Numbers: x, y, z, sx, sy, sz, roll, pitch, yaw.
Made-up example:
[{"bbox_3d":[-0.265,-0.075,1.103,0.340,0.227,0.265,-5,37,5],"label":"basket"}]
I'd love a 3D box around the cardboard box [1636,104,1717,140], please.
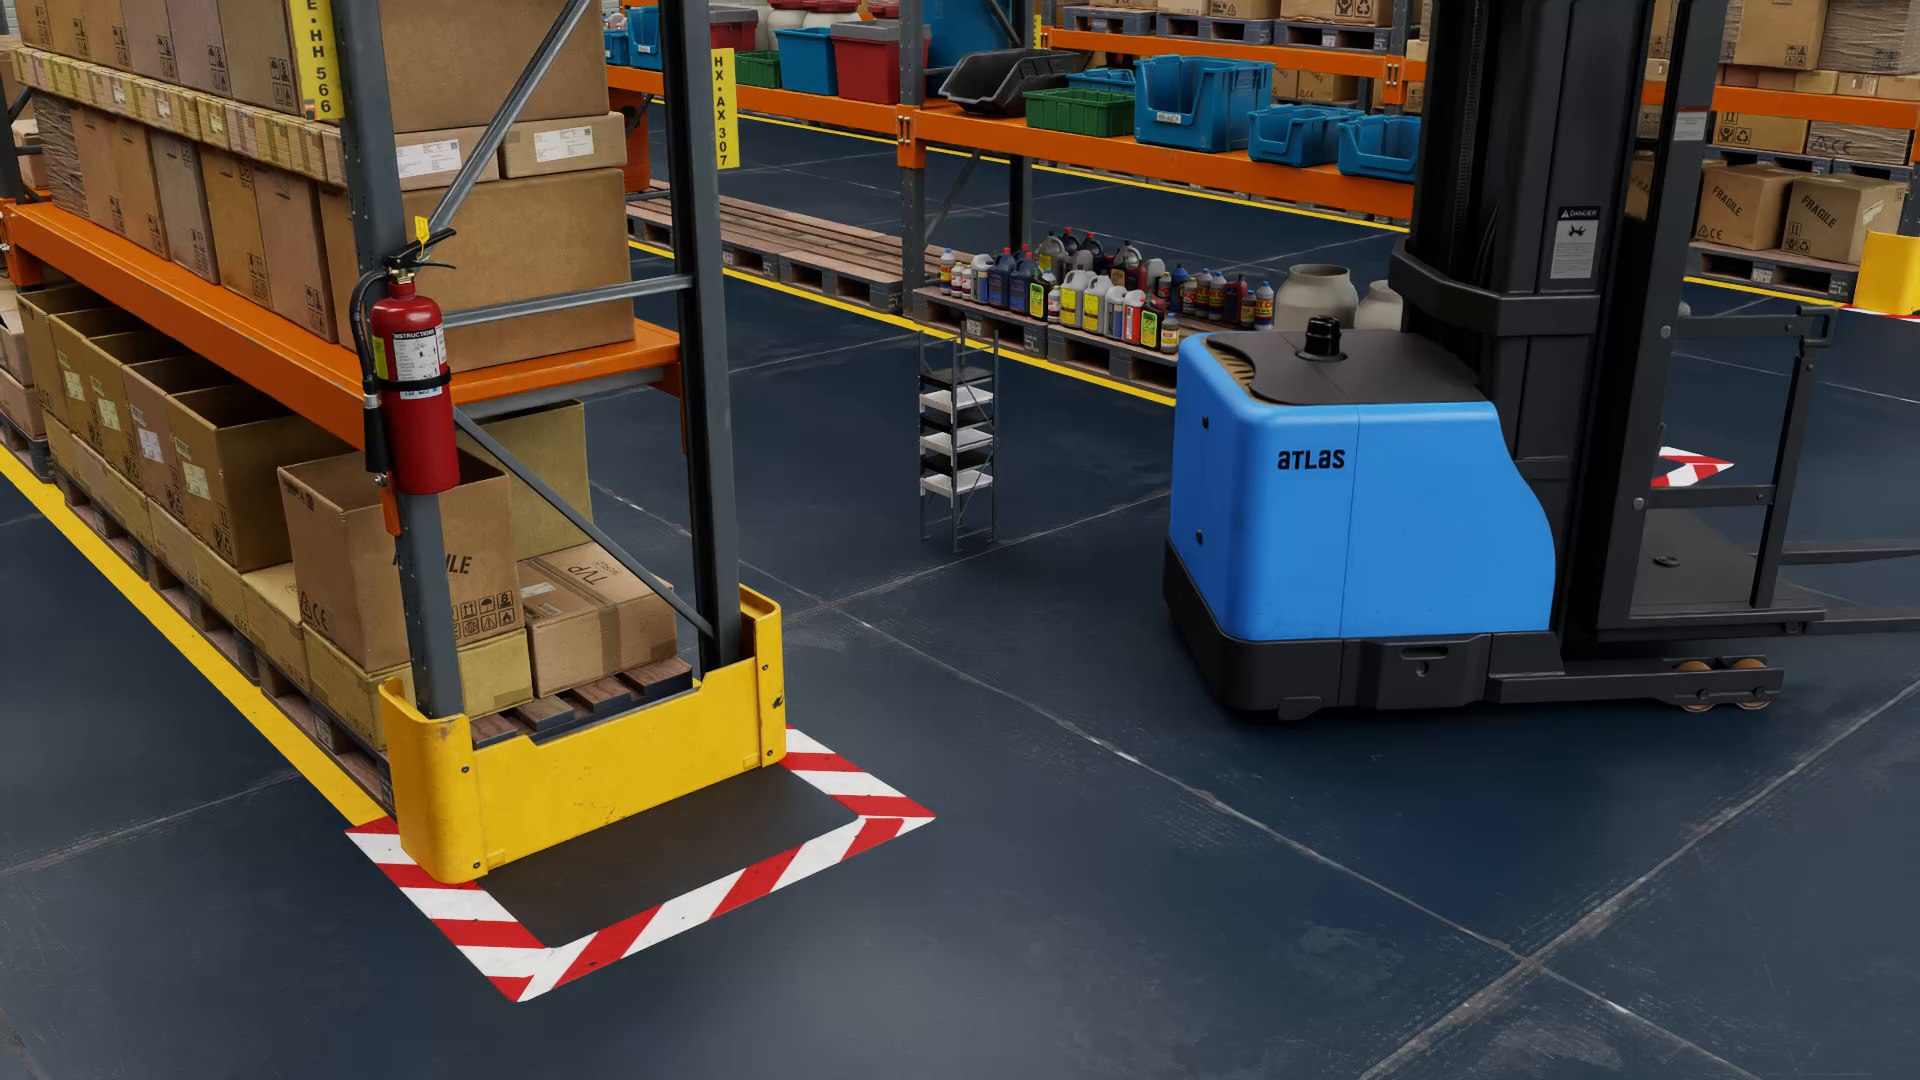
[{"bbox_3d":[7.154,-4.547,16.989,1.050,0.750,0.750,-18,27,-38],"label":"cardboard box"}]

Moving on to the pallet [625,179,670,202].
[{"bbox_3d":[-3.105,-2.932,14.179,1.003,0.211,1.213,-17,27,-37],"label":"pallet"}]

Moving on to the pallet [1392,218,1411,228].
[{"bbox_3d":[4.269,-2.621,13.385,1.003,0.211,1.213,-17,27,-37],"label":"pallet"}]

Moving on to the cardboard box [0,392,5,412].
[{"bbox_3d":[-4.522,-0.840,8.210,0.500,0.250,0.500,-18,28,-38],"label":"cardboard box"}]

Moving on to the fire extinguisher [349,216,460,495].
[{"bbox_3d":[-1.367,-0.454,4.137,0.296,0.674,0.183,-17,27,-37],"label":"fire extinguisher"}]

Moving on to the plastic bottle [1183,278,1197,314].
[{"bbox_3d":[1.362,-1.439,9.778,0.097,0.201,0.097,0,21,0],"label":"plastic bottle"}]

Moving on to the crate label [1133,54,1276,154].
[{"bbox_3d":[1.257,-2.272,8.624,0.502,0.435,0.616,-17,27,-37],"label":"crate label"}]

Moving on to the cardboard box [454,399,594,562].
[{"bbox_3d":[-1.601,-0.237,5.642,0.500,0.500,0.500,-17,27,-37],"label":"cardboard box"}]

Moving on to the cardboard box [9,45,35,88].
[{"bbox_3d":[-3.674,-1.967,6.867,0.380,0.149,0.250,-18,27,-38],"label":"cardboard box"}]

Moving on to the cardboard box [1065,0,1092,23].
[{"bbox_3d":[1.082,-5.447,16.641,0.500,0.500,0.500,-16,27,-36],"label":"cardboard box"}]

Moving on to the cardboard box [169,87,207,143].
[{"bbox_3d":[-2.332,-1.400,5.419,0.380,0.149,0.250,-17,27,-36],"label":"cardboard box"}]

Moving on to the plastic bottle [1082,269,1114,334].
[{"bbox_3d":[0.787,-1.346,9.336,0.144,0.351,0.185,-16,27,-35],"label":"plastic bottle"}]

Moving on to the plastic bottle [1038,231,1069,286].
[{"bbox_3d":[0.582,-1.745,10.355,0.144,0.351,0.185,-17,27,-37],"label":"plastic bottle"}]

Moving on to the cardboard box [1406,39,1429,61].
[{"bbox_3d":[3.717,-3.848,13.040,0.380,0.149,0.250,-17,27,-37],"label":"cardboard box"}]

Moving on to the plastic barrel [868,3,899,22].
[{"bbox_3d":[-0.406,-3.297,11.102,0.433,0.535,0.433,0,21,0],"label":"plastic barrel"}]

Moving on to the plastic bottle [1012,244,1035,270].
[{"bbox_3d":[0.374,-1.601,9.987,0.144,0.351,0.185,-17,27,-37],"label":"plastic bottle"}]

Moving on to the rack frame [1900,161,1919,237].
[{"bbox_3d":[6.415,-2.991,10.507,1.000,3.000,0.127,-17,27,-37],"label":"rack frame"}]

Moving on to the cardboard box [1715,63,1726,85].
[{"bbox_3d":[5.244,-3.245,11.500,0.380,0.149,0.250,-17,27,-37],"label":"cardboard box"}]

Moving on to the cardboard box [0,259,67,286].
[{"bbox_3d":[-4.853,-1.240,8.461,0.500,0.311,0.500,-18,27,-38],"label":"cardboard box"}]

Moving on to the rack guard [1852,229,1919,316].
[{"bbox_3d":[6.366,-1.848,11.017,1.175,0.500,0.348,-17,27,-37],"label":"rack guard"}]

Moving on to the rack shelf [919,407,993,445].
[{"bbox_3d":[-0.005,-0.474,6.805,0.258,0.077,0.200,-17,27,-37],"label":"rack shelf"}]

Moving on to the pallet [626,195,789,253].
[{"bbox_3d":[-2.083,-2.500,13.079,1.003,0.211,1.213,-17,27,-37],"label":"pallet"}]

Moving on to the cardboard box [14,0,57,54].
[{"bbox_3d":[-3.409,-2.268,6.747,0.700,0.500,0.500,-17,27,-37],"label":"cardboard box"}]

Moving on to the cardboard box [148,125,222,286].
[{"bbox_3d":[-2.400,-1.239,5.898,0.700,0.500,0.500,-16,27,-36],"label":"cardboard box"}]

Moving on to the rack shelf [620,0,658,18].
[{"bbox_3d":[-2.723,-6.524,20.514,1.077,0.370,4.000,-17,27,-37],"label":"rack shelf"}]

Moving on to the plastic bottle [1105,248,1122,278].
[{"bbox_3d":[0.954,-1.660,10.230,0.061,0.283,0.133,-15,26,-34],"label":"plastic bottle"}]

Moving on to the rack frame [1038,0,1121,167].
[{"bbox_3d":[1.193,-5.201,16.151,1.000,3.000,0.127,-17,27,-37],"label":"rack frame"}]

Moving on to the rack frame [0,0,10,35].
[{"bbox_3d":[-6.314,-2.844,10.132,1.000,3.000,0.127,-17,27,-37],"label":"rack frame"}]

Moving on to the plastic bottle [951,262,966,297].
[{"bbox_3d":[-0.006,-1.598,10.186,0.097,0.201,0.097,0,21,0],"label":"plastic bottle"}]

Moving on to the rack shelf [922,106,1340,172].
[{"bbox_3d":[1.358,-2.120,9.003,0.919,0.124,3.809,-17,27,-37],"label":"rack shelf"}]

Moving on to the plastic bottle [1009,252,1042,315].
[{"bbox_3d":[0.388,-1.514,9.767,0.144,0.351,0.185,-19,28,-40],"label":"plastic bottle"}]

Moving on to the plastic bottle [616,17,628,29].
[{"bbox_3d":[-2.712,-4.125,13.572,0.152,0.276,0.135,-17,27,-37],"label":"plastic bottle"}]

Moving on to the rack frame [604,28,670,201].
[{"bbox_3d":[-2.559,-4.022,13.140,1.000,3.000,0.127,-17,27,-37],"label":"rack frame"}]

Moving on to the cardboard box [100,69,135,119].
[{"bbox_3d":[-2.830,-1.612,5.960,0.380,0.149,0.250,-18,28,-39],"label":"cardboard box"}]

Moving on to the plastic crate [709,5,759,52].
[{"bbox_3d":[-1.736,-3.533,11.803,0.402,0.464,0.583,-17,27,-37],"label":"plastic crate"}]

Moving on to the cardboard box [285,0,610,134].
[{"bbox_3d":[-1.422,-1.431,4.609,0.700,0.500,0.500,-17,27,-37],"label":"cardboard box"}]

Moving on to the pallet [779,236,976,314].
[{"bbox_3d":[-0.490,-1.826,11.357,1.003,0.211,1.213,-17,27,-37],"label":"pallet"}]

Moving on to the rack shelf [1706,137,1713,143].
[{"bbox_3d":[8.769,-7.552,22.153,10.930,2.616,8.131,-17,27,-37],"label":"rack shelf"}]

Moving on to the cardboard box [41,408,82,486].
[{"bbox_3d":[-3.630,-0.454,7.224,0.500,0.250,0.500,-17,27,-37],"label":"cardboard box"}]

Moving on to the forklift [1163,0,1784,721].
[{"bbox_3d":[2.310,-0.983,5.474,3.031,2.935,1.130,-2,21,-5],"label":"forklift"}]

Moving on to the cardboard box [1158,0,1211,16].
[{"bbox_3d":[2.113,-4.809,14.779,0.500,0.250,0.500,-18,28,-39],"label":"cardboard box"}]

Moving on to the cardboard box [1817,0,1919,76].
[{"bbox_3d":[6.077,-3.334,10.840,0.875,0.500,0.500,-17,27,-37],"label":"cardboard box"}]

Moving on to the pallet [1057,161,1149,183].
[{"bbox_3d":[1.702,-3.687,16.107,1.003,0.211,1.213,-17,27,-37],"label":"pallet"}]

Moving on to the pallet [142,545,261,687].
[{"bbox_3d":[-2.415,0.126,6.372,1.003,0.211,1.213,-17,27,-37],"label":"pallet"}]

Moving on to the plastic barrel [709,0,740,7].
[{"bbox_3d":[-1.726,-3.841,12.524,0.421,0.512,0.421,0,21,0],"label":"plastic barrel"}]

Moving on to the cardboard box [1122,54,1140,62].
[{"bbox_3d":[2.412,-6.642,22.755,0.380,0.149,0.250,-16,26,-35],"label":"cardboard box"}]

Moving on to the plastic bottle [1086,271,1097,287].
[{"bbox_3d":[0.761,-1.404,9.588,0.152,0.276,0.135,-17,27,-37],"label":"plastic bottle"}]

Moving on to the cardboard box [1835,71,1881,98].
[{"bbox_3d":[5.910,-2.973,10.805,0.380,0.149,0.250,-17,27,-37],"label":"cardboard box"}]

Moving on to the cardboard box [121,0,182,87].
[{"bbox_3d":[-2.426,-1.852,5.685,0.700,0.500,0.500,-17,27,-37],"label":"cardboard box"}]

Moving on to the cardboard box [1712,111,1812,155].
[{"bbox_3d":[7.985,-4.265,16.097,0.875,0.875,0.875,-17,27,-37],"label":"cardboard box"}]

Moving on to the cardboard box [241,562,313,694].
[{"bbox_3d":[-2.001,0.238,5.458,0.500,0.250,0.500,-17,27,-37],"label":"cardboard box"}]

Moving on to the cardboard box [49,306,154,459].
[{"bbox_3d":[-3.305,-0.664,6.733,0.500,0.500,0.500,-17,27,-37],"label":"cardboard box"}]

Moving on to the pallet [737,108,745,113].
[{"bbox_3d":[-2.655,-5.574,20.926,1.003,0.211,1.213,-17,27,-37],"label":"pallet"}]

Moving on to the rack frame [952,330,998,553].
[{"bbox_3d":[0.061,-0.393,6.754,0.240,0.900,0.006,-17,27,-37],"label":"rack frame"}]
